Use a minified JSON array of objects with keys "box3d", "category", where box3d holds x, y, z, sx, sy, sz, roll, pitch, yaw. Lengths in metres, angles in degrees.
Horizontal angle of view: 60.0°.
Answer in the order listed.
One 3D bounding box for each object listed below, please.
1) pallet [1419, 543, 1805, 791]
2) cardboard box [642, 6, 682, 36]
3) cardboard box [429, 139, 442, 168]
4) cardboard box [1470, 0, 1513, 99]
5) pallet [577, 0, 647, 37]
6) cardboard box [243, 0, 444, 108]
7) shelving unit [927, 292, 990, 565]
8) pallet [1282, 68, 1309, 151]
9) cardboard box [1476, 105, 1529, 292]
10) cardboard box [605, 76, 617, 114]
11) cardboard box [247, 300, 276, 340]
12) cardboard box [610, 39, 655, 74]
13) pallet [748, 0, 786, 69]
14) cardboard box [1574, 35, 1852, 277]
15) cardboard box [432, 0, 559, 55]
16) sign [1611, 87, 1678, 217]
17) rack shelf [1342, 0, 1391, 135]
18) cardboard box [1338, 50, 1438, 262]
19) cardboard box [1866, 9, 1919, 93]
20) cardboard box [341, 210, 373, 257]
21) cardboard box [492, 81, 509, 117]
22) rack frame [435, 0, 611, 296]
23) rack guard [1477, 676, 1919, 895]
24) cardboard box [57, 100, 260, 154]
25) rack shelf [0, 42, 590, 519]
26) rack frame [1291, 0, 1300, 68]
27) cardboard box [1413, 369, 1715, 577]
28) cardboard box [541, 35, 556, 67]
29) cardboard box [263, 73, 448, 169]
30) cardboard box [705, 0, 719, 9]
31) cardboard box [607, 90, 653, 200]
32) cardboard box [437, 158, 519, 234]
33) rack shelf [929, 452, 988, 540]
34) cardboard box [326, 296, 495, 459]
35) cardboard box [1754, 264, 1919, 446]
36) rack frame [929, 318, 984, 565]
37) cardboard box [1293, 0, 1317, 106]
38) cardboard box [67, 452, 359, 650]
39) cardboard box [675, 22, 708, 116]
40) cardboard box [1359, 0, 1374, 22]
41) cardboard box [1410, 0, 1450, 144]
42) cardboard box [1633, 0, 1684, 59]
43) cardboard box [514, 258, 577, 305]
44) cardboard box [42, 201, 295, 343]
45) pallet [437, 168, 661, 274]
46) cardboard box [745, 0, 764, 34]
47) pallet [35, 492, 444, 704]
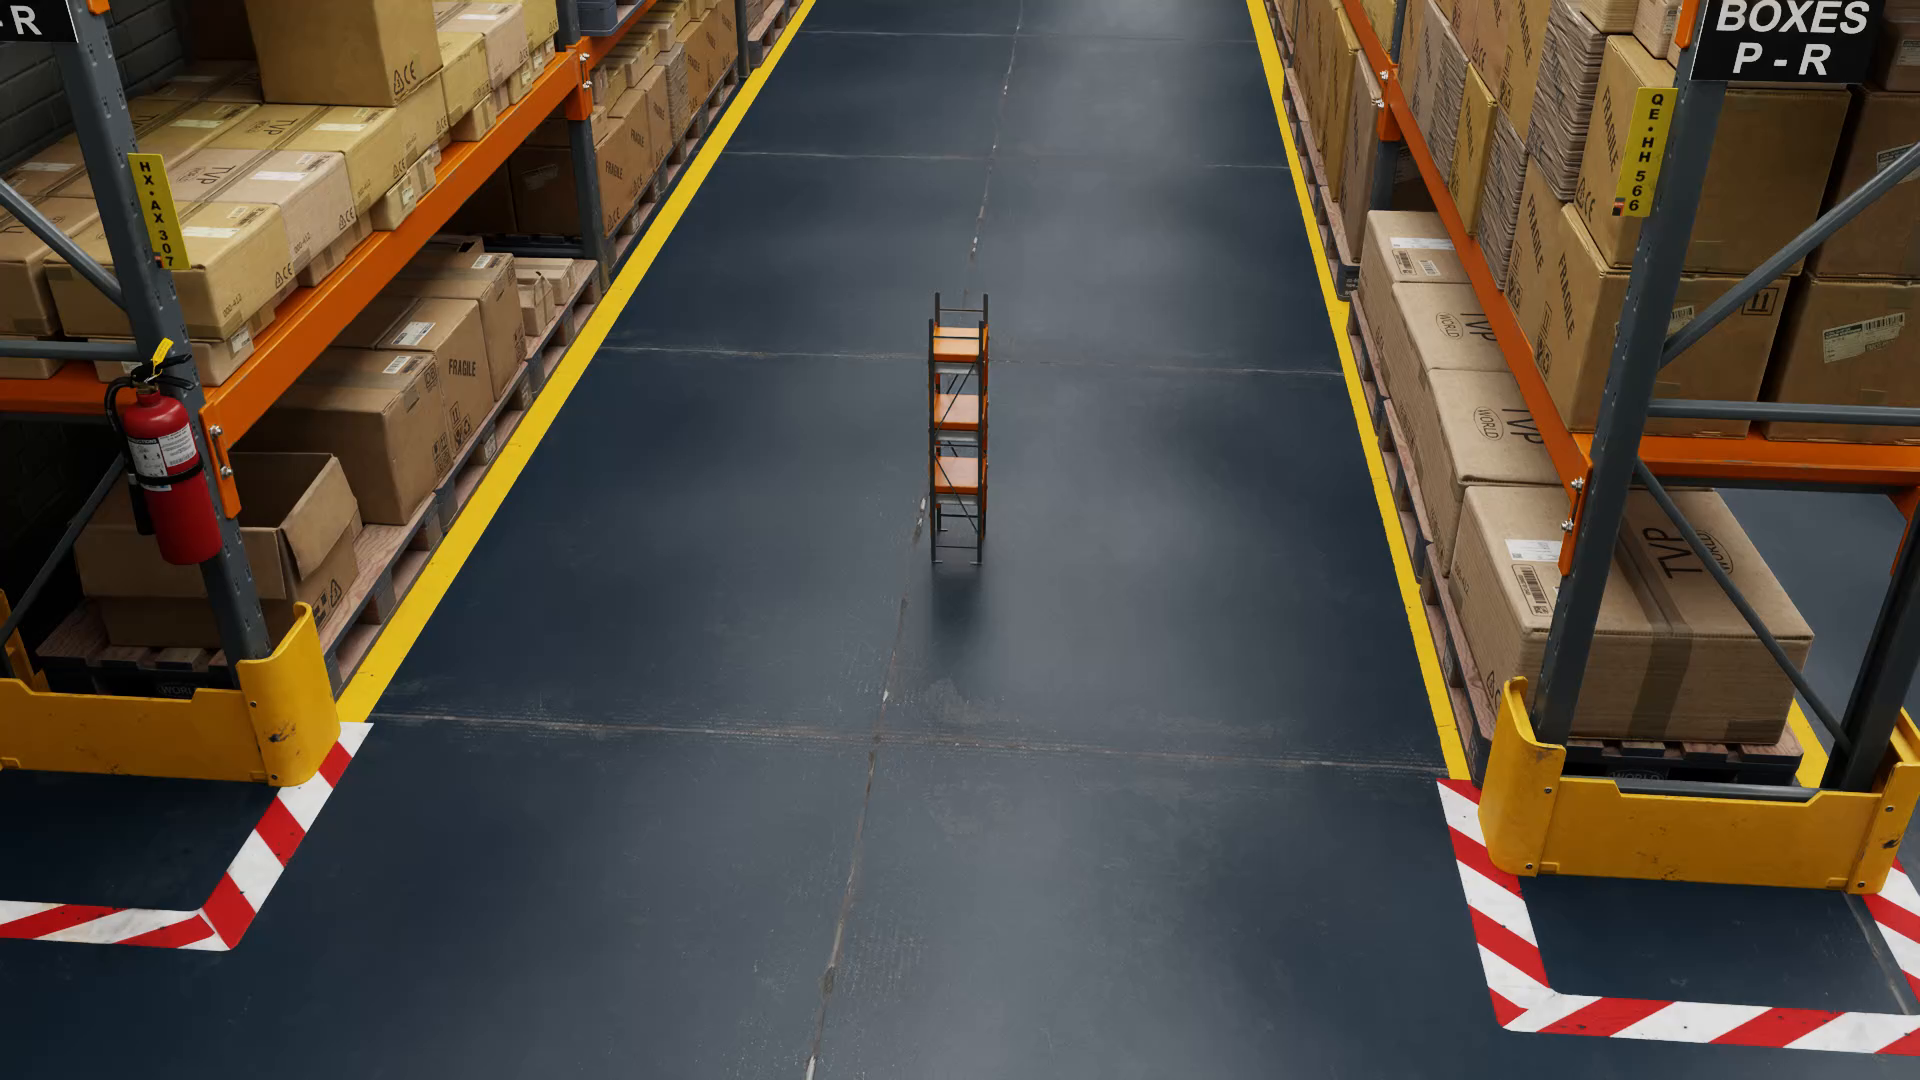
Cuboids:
[{"box3d":[2.222,0.434,5.844,1.003,0.211,1.213,2,32,4],"category":"pallet"},{"box3d":[-1.992,-3.300,10.610,0.380,0.149,0.250,2,32,3],"category":"cardboard box"},{"box3d":[-2.305,-1.543,6.634,0.380,0.149,0.250,2,32,4],"category":"cardboard box"},{"box3d":[2.137,-1.858,5.857,0.500,0.500,0.500,2,32,4],"category":"cardboard box"},{"box3d":[-2.213,-2.965,8.885,1.003,0.211,1.213,2,32,4],"category":"pallet"},{"box3d":[-2.285,-1.934,6.173,0.500,0.500,0.500,3,32,5],"category":"cardboard box"},{"box3d":[-0.004,-0.419,6.429,0.215,1.050,0.252,2,32,4],"category":"shelving unit"},{"box3d":[2.747,-2.919,11.285,1.003,0.211,1.213,2,32,4],"category":"pallet"},{"box3d":[2.098,-1.169,5.692,0.500,0.500,0.500,3,32,5],"category":"cardboard box"},{"box3d":[-2.138,-2.483,9.284,0.380,0.149,0.250,1,32,1],"category":"cardboard box"},{"box3d":[-2.438,-0.730,5.315,0.380,0.149,0.250,3,32,5],"category":"cardboard box"},{"box3d":[-2.049,-2.886,9.937,0.380,0.149,0.250,4,32,6],"category":"cardboard box"},{"box3d":[-1.955,-3.967,12.985,1.003,0.211,1.213,2,32,4],"category":"pallet"},{"box3d":[2.037,-1.062,4.566,0.500,0.500,0.500,3,32,6],"category":"cardboard box"},{"box3d":[-2.185,-2.419,7.676,0.500,0.250,0.500,3,32,5],"category":"cardboard box"},{"box3d":[1.695,-0.956,4.112,0.100,0.325,0.005,2,32,4],"category":"sign"},{"box3d":[2.723,-3.163,9.709,1.077,0.370,4.000,2,32,4],"category":"rack shelf"},{"box3d":[2.531,-2.025,8.802,0.875,0.875,0.875,3,32,6],"category":"cardboard box"},{"box3d":[2.540,-1.250,4.252,0.380,0.149,0.250,3,32,5],"category":"cardboard box"},{"box3d":[-2.353,-1.137,5.976,0.380,0.149,0.250,3,32,5],"category":"cardboard box"},{"box3d":[-2.206,-1.939,7.276,0.380,0.149,0.250,3,32,5],"category":"cardboard box"},{"box3d":[-2.387,-2.633,8.164,1.000,3.000,0.127,2,32,4],"category":"rack frame"},{"box3d":[2.233,0.745,5.064,1.175,0.500,0.348,2,32,4],"category":"rack guard"},{"box3d":[-2.851,-1.385,5.997,0.500,0.250,0.500,3,32,6],"category":"cardboard box"},{"box3d":[-2.550,-1.281,6.656,1.077,0.370,4.000,2,32,4],"category":"rack shelf"},{"box3d":[2.886,-4.515,11.217,1.000,3.000,0.127,2,32,4],"category":"rack frame"},{"box3d":[2.255,-0.248,6.335,0.875,0.438,0.875,3,32,5],"category":"cardboard box"},{"box3d":[-2.161,-2.349,7.942,0.380,0.149,0.250,3,32,5],"category":"cardboard box"},{"box3d":[-2.308,-1.627,6.391,0.500,0.250,0.500,2,32,3],"category":"cardboard box"},{"box3d":[-1.840,-3.702,11.263,0.380,0.149,0.250,1,32,1],"category":"cardboard box"},{"box3d":[-2.090,-2.270,9.557,0.500,0.500,0.500,2,32,3],"category":"cardboard box"},{"box3d":[-2.642,-2.017,9.146,0.500,0.500,0.500,2,32,4],"category":"cardboard box"},{"box3d":[-0.004,-0.173,6.581,0.215,0.259,0.240,2,32,4],"category":"rack shelf"},{"box3d":[-2.317,-0.690,6.992,0.500,0.500,0.500,3,32,5],"category":"cardboard box"},{"box3d":[2.560,-0.613,4.790,0.500,0.500,0.500,2,32,4],"category":"cardboard box"},{"box3d":[-0.014,-0.355,6.326,0.200,1.050,0.008,2,32,4],"category":"rack frame"},{"box3d":[2.747,-3.431,11.084,0.875,0.875,0.875,2,32,4],"category":"cardboard box"},{"box3d":[-2.568,0.027,5.827,0.797,0.503,0.637,1,32,2],"category":"cardboard box"},{"box3d":[-1.973,-3.074,10.862,0.500,0.500,0.500,4,32,6],"category":"cardboard box"},{"box3d":[2.388,-2.871,8.692,0.500,0.250,0.500,2,32,3],"category":"cardboard box"},{"box3d":[2.216,-1.969,6.990,0.500,0.500,0.500,3,32,4],"category":"cardboard box"},{"box3d":[2.061,-1.406,4.506,0.380,0.149,0.250,3,32,5],"category":"cardboard box"},{"box3d":[-2.140,-1.294,8.308,0.380,0.149,0.250,2,32,2],"category":"cardboard box"},{"box3d":[-2.407,-0.830,5.097,0.500,0.250,0.500,3,32,4],"category":"cardboard box"},{"box3d":[-2.358,-1.873,9.588,1.003,0.211,1.213,2,32,4],"category":"pallet"},{"box3d":[-1.997,-4.218,12.599,0.875,0.625,0.625,3,32,6],"category":"cardboard box"},{"box3d":[-2.642,0.189,6.242,1.003,0.211,1.213,2,32,4],"category":"pallet"}]
